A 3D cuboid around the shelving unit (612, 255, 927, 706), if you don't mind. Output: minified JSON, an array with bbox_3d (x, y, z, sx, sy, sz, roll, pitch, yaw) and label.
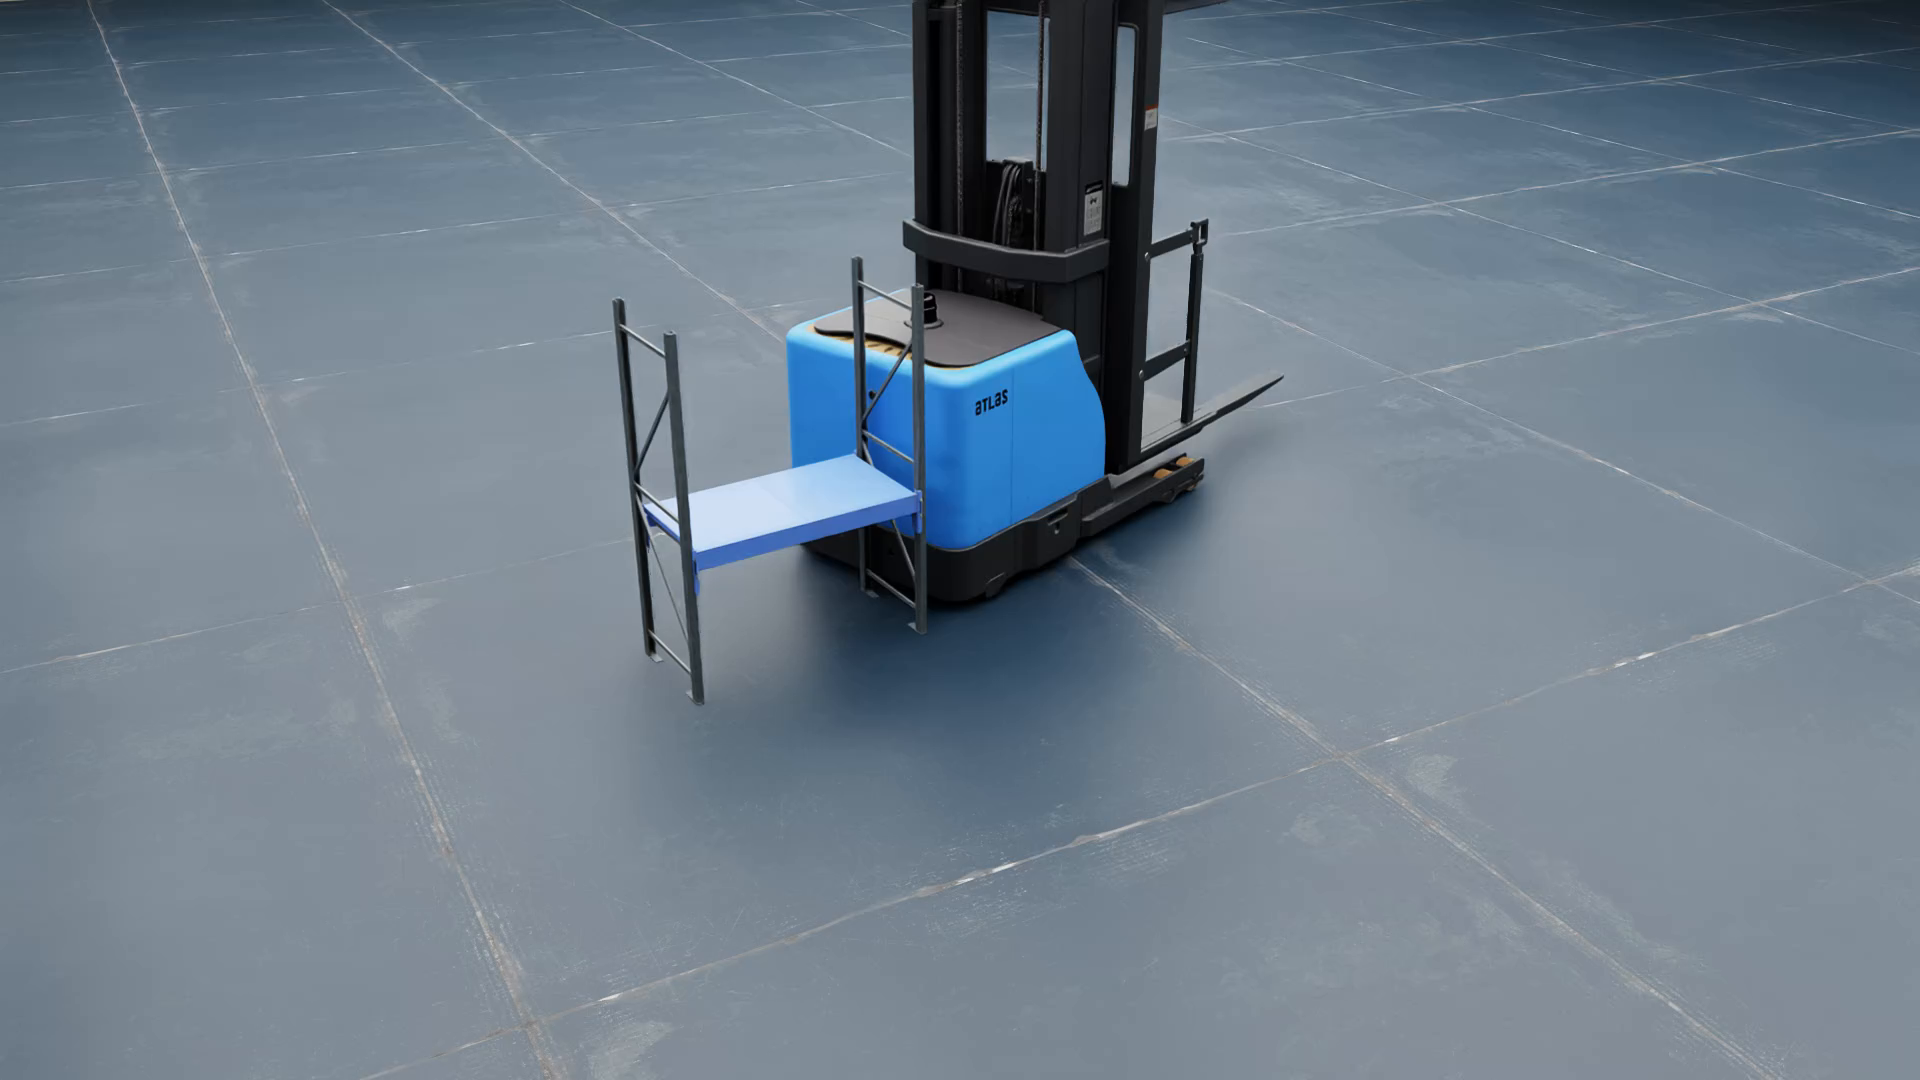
[{"bbox_3d":[-0.711,-0.250,6.537,1.048,1.500,0.538,-16,30,-30],"label":"shelving unit"}]

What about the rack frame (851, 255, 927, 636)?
[{"bbox_3d":[-0.286,-0.370,6.788,0.032,1.500,0.500,-16,30,-30],"label":"rack frame"}]

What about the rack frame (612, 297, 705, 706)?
[{"bbox_3d":[-1.136,-0.129,6.285,0.032,1.500,0.500,-16,30,-30],"label":"rack frame"}]

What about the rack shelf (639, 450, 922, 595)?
[{"bbox_3d":[-0.711,-0.087,6.615,1.000,0.185,0.538,-16,30,-30],"label":"rack shelf"}]

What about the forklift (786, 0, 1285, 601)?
[{"bbox_3d":[0.560,-1.625,7.747,1.130,2.935,3.031,20,32,35],"label":"forklift"}]
